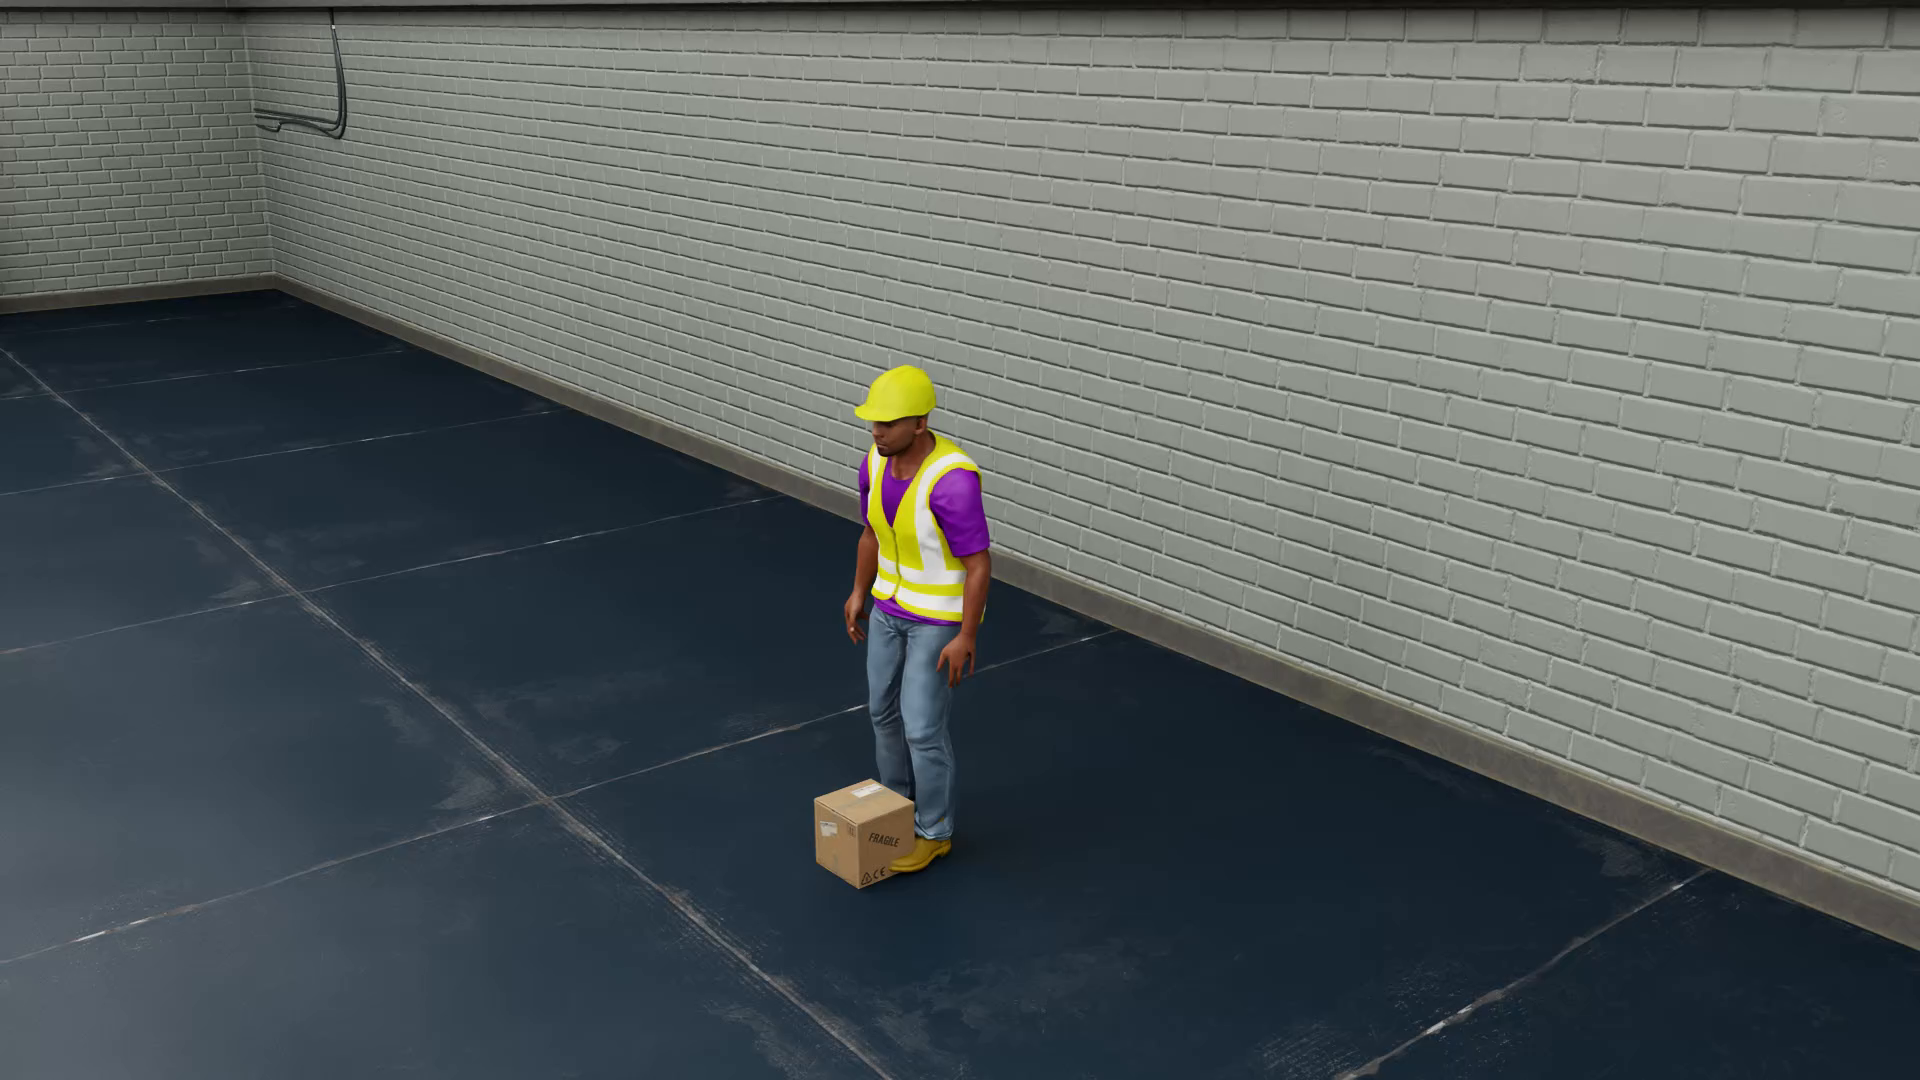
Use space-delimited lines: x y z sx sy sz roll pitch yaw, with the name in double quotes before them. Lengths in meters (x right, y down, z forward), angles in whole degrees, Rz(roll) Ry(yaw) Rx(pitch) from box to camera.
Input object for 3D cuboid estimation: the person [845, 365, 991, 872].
"person" -0.158 0.259 5.702 0.458 1.761 0.638 -14 23 -38
